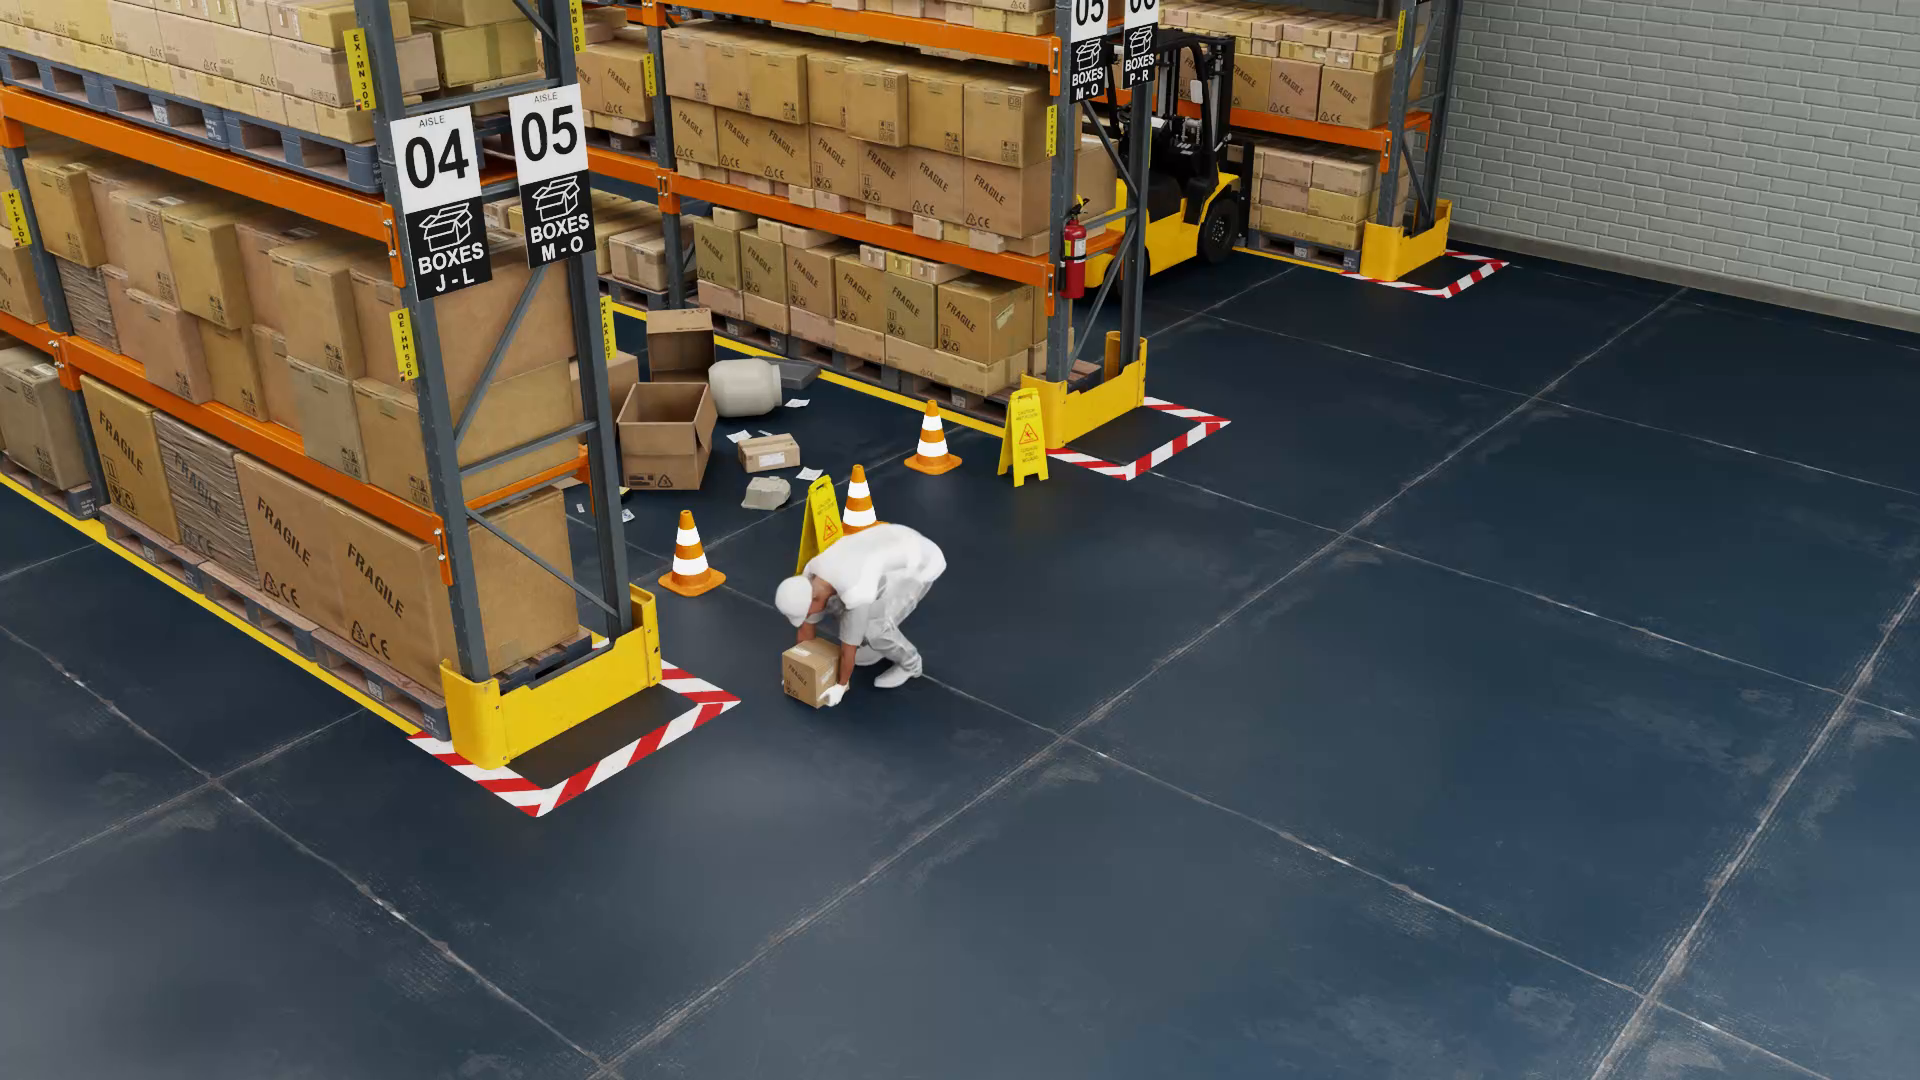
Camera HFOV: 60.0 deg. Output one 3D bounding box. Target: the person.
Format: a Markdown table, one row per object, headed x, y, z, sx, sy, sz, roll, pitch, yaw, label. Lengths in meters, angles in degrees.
| x | y | z | sx | sy | sz | roll | pitch | yaw | label |
| --- | --- | --- | --- | --- | --- | --- | --- | --- | --- |
| -0.536 | 0.396 | 8.885 | 0.991 | 0.859 | 0.546 | -17 | 32 | -30 | person |
